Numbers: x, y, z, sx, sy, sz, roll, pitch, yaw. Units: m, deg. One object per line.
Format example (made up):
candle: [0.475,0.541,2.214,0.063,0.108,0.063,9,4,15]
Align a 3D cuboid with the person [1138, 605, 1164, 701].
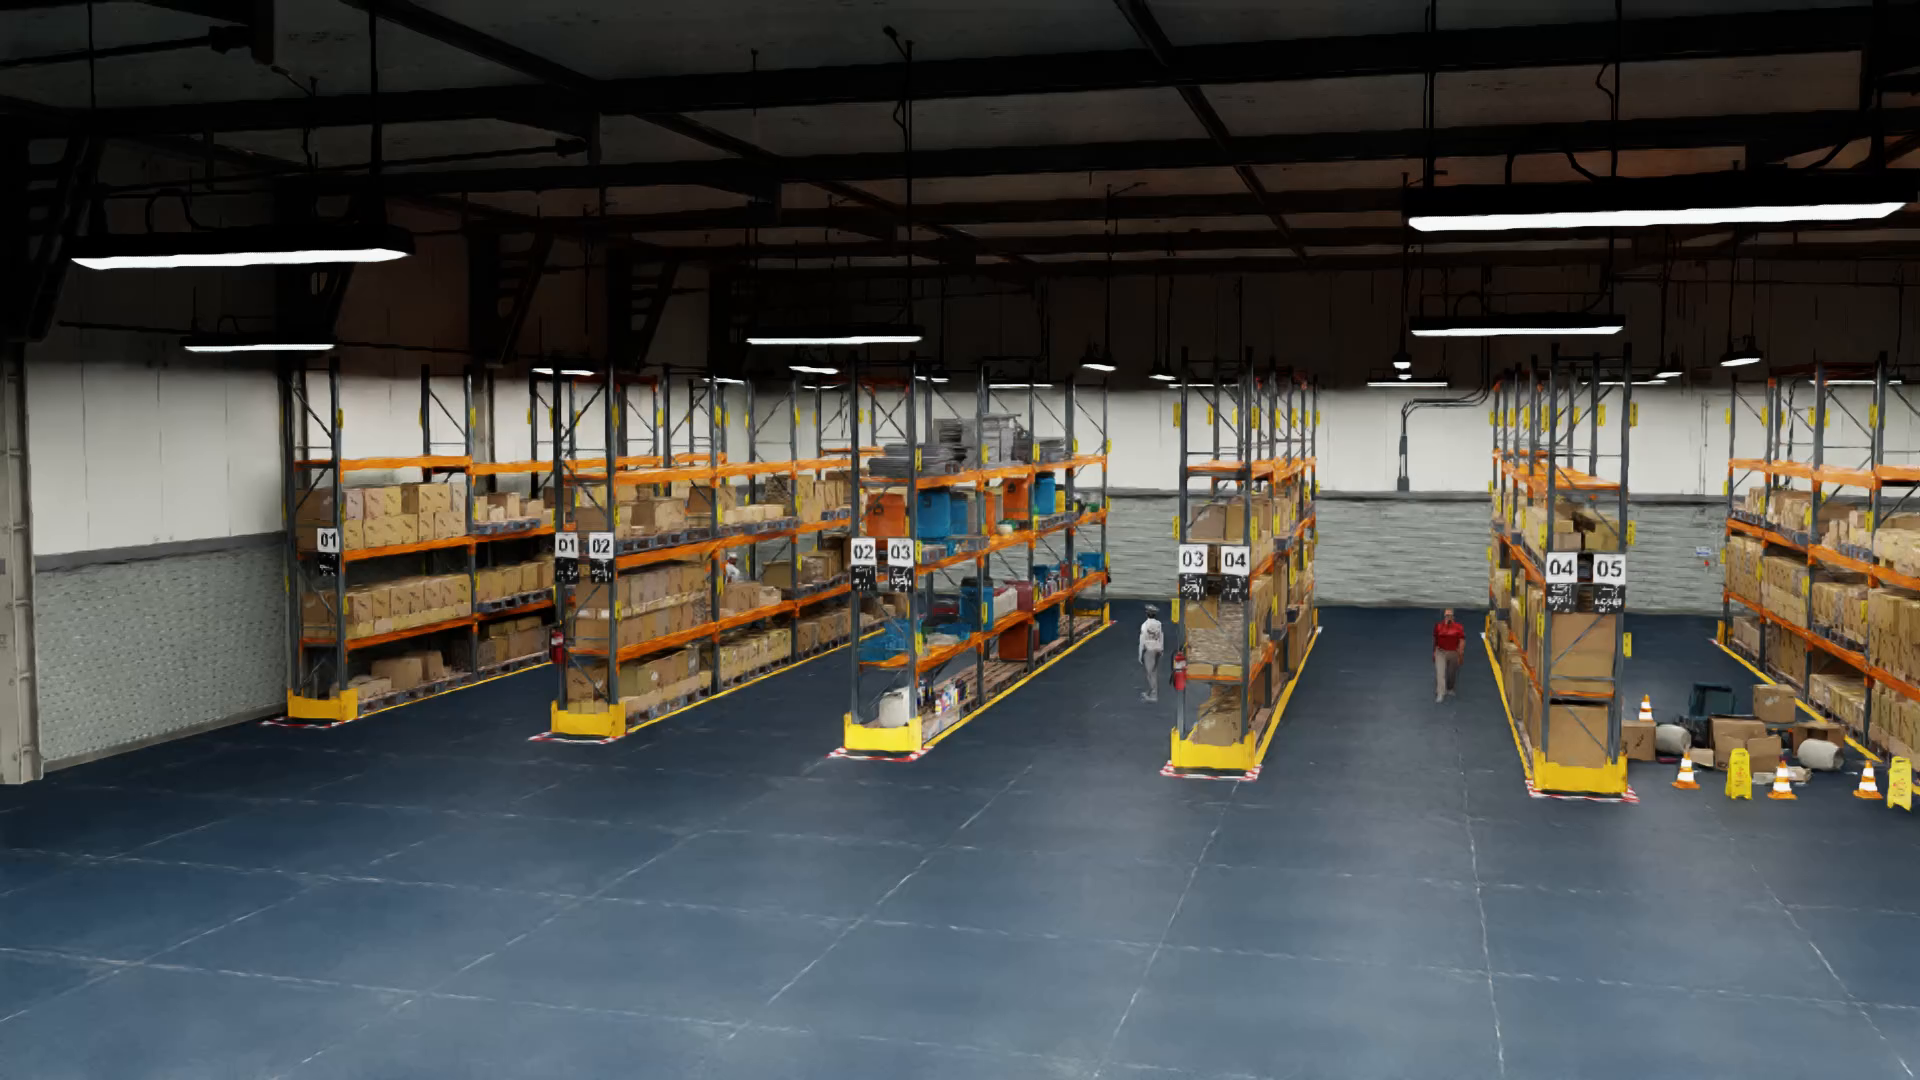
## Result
person: [3.374,1.990,29.498,0.573,1.667,0.544,-4,6,-42]

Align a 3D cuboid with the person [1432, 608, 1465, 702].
person: [8.626,2.008,29.354,0.540,1.646,1.130,1,4,13]

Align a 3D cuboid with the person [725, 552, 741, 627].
person: [-5.432,1.172,39.816,0.408,1.778,0.662,0,4,2]
